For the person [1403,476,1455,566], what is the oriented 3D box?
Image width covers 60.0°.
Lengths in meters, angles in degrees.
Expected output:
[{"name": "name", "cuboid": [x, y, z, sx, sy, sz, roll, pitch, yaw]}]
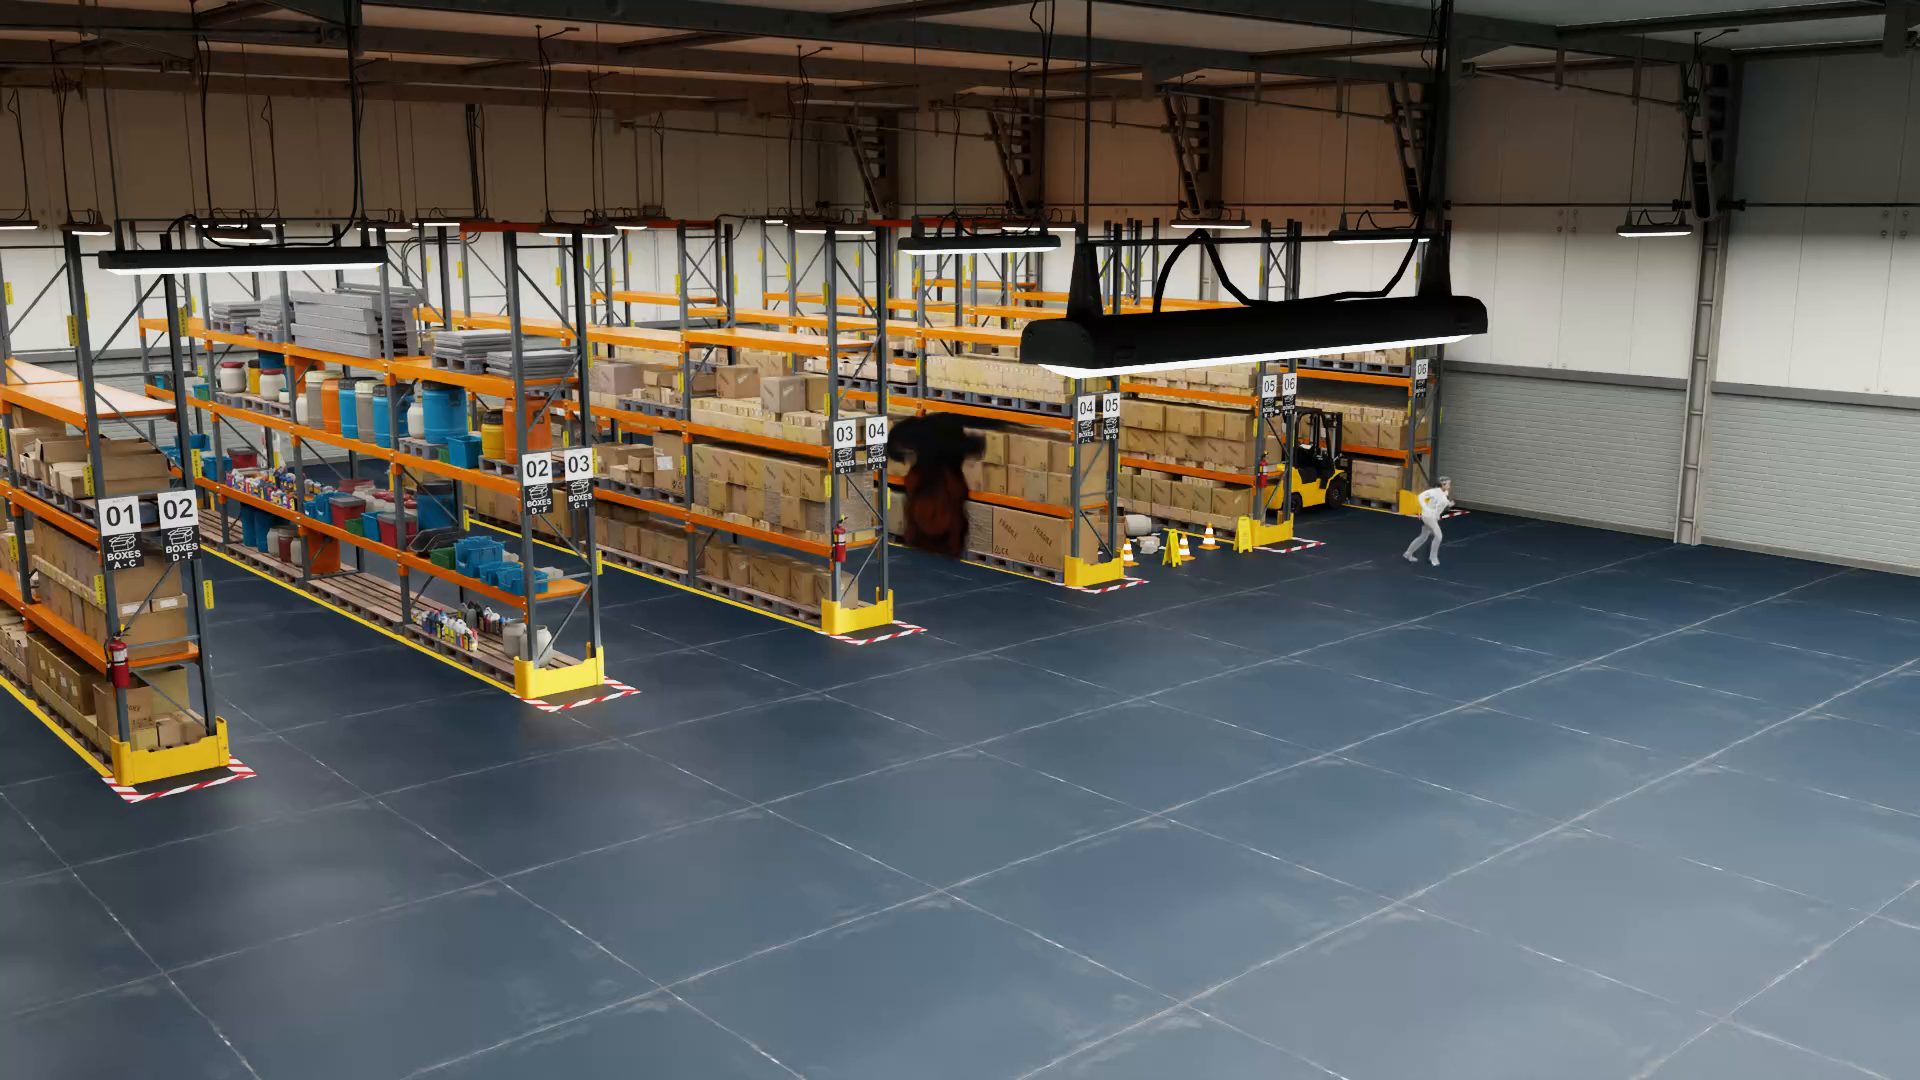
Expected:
[{"name": "person", "cuboid": [8.436, -0.376, 29.739, 0.819, 1.590, 0.613, 9, 15, 38]}]

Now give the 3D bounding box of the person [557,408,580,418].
[{"name": "person", "cuboid": [-9.925, -2.950, 42.005, 0.698, 1.773, 0.742, 1, 12, 7]}]

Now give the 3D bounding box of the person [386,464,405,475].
[{"name": "person", "cuboid": [-12.837, -2.180, 38.494, 0.923, 1.678, 0.634, -2, 12, -11]}]

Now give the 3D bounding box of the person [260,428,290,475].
[{"name": "person", "cuboid": [-15.052, -1.834, 36.333, 0.637, 1.828, 0.906, 11, 16, 44]}]
